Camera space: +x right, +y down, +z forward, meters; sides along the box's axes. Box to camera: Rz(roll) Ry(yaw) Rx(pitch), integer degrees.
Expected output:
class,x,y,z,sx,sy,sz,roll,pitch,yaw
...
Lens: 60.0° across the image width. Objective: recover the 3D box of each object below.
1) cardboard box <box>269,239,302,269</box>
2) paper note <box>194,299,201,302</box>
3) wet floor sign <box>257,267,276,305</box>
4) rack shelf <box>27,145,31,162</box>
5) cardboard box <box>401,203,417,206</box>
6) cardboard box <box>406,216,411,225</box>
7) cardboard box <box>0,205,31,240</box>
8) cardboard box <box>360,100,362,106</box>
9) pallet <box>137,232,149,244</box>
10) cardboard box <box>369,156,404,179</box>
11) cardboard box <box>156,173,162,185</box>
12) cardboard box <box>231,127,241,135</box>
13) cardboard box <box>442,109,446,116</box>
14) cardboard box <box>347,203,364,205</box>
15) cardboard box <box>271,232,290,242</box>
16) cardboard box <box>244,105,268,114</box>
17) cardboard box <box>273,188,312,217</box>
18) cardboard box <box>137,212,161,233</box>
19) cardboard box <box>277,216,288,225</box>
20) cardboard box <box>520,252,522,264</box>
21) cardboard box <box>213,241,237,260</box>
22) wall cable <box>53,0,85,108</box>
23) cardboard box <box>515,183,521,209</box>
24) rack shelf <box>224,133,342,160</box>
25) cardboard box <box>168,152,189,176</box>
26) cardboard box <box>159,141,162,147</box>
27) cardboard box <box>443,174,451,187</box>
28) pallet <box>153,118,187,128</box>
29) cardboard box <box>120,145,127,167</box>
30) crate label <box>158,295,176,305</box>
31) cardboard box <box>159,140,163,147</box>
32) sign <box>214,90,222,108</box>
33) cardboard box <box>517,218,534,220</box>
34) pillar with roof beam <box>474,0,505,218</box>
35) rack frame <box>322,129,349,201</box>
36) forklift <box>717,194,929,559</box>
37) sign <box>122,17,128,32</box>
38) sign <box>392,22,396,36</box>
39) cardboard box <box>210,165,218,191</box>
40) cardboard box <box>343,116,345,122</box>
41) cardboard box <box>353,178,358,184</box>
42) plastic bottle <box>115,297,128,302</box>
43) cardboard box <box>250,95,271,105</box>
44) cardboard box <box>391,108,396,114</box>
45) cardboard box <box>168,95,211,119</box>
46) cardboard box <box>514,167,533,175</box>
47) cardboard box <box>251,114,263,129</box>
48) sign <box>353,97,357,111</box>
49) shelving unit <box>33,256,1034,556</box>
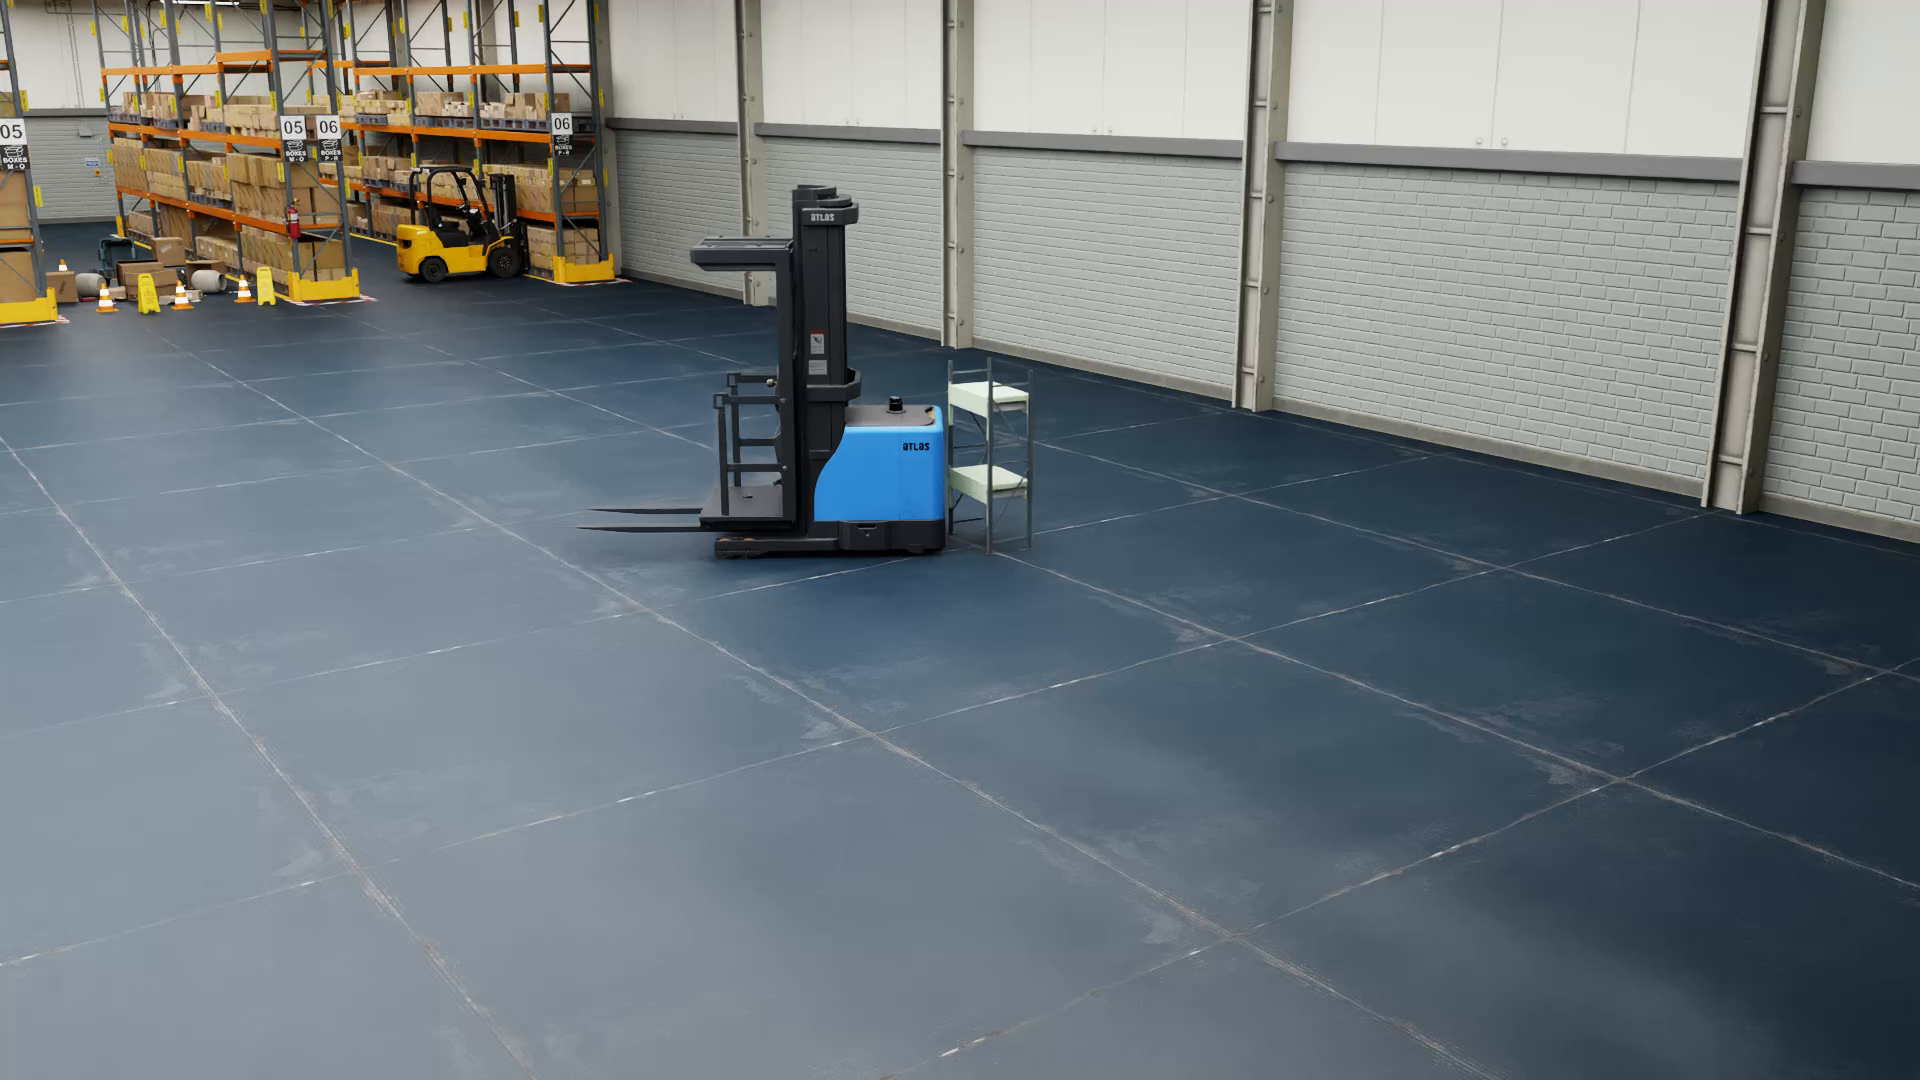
class,x,y,z,sx,sy,sz,roll,pitch,yaw
cardboard box,-12.420,-5.285,30.696,0.500,0.500,0.500,-10,18,-33
paper note,-13.594,-4.266,29.606,0.142,0.019,0.148,10,18,33
wet floor sign,-12.182,-4.463,29.161,0.267,0.644,0.232,-4,16,-15
rack shelf,-16.549,-6.542,27.978,1.077,0.370,4.000,-11,19,-35
cardboard box,-13.713,-8.309,41.464,0.380,0.149,0.250,-11,19,-34
cardboard box,-12.827,-7.447,39.544,0.500,0.500,0.500,-11,19,-35
cardboard box,-15.627,-5.160,26.963,0.875,0.550,0.550,-11,19,-35
cardboard box,-14.436,-10.681,40.665,0.380,0.149,0.250,-11,18,-34
pallet,-19.589,-7.458,40.926,1.003,0.211,1.213,-11,19,-35
cardboard box,-14.063,-9.141,40.808,0.700,0.500,0.500,-11,19,-34
cardboard box,-17.849,-8.180,37.618,0.500,0.250,0.500,-11,19,-34
cardboard box,-13.688,-7.816,31.743,0.380,0.149,0.250,-11,19,-34
cardboard box,-11.113,-9.360,36.400,0.380,0.149,0.250,-11,19,-35
cardboard box,-15.839,-8.528,43.492,0.500,0.500,0.500,-10,18,-34
cardboard box,-12.380,-5.555,30.454,0.380,0.149,0.250,-10,18,-33
cardboard box,-13.049,-7.982,30.842,0.380,0.149,0.250,-11,19,-35
cardboard box,-11.970,-6.070,29.820,0.500,0.500,0.500,-11,19,-36
cardboard box,-19.822,-7.869,41.204,0.875,0.438,0.875,-10,18,-33
cardboard box,-12.060,-5.768,29.944,0.380,0.149,0.250,-11,19,-35
cardboard box,-8.842,-5.828,34.099,0.500,0.250,0.500,-10,18,-33
cardboard box,-17.309,-7.525,37.762,0.950,1.590,9.130,-10,18,-33
wall cable,-24.408,-13.286,45.574,0.463,3.000,0.029,-11,19,-35
cardboard box,-8.821,-7.016,33.841,0.500,0.500,0.500,-11,19,-34
rack shelf,-12.604,-7.332,30.865,1.077,0.370,4.000,-11,19,-35
cardboard box,-16.956,-8.222,36.352,0.500,0.500,0.500,-10,18,-34
cardboard box,-18.990,-9.301,39.064,0.380,0.149,0.250,-10,18,-33
cardboard box,-11.148,-7.994,36.939,0.500,0.250,0.500,-11,19,-34
pallet,-17.213,-9.237,36.819,1.003,0.211,1.213,-10,18,-32
cardboard box,-20.165,-9.388,40.611,0.500,0.500,0.500,-11,19,-35
crate label,-13.935,-4.230,29.270,0.298,0.136,0.250,7,17,23
cardboard box,-18.808,-9.419,39.497,0.380,0.149,0.250,-11,19,-35
sign,-14.227,-8.459,31.892,0.100,0.325,0.005,-11,19,-35
cardboard box,-9.321,-6.714,35.445,0.500,0.250,0.500,-10,18,-33
pillar with roof beam,-14.106,-10.372,34.925,9.100,9.000,0.400,-11,19,-35
rack frame,-16.826,-9.993,44.904,0.949,2.616,0.053,-11,19,-35
forklift,-12.831,-8.372,27.596,24.333,9.011,32.329,0,15,-2
sign,-18.947,-11.707,37.736,0.100,0.325,0.005,-11,19,-35
sign,-14.025,-12.647,41.168,0.100,0.325,0.005,-11,19,-35
cardboard box,-14.828,-7.334,33.640,0.500,0.500,0.500,-10,18,-33
cardboard box,-15.488,-10.722,42.362,0.380,0.149,0.250,-10,18,-33
cardboard box,-15.206,-9.151,42.304,0.380,0.149,0.250,-10,18,-33
plastic bottle,-14.945,-4.279,29.594,0.283,0.061,0.133,10,18,33
cardboard box,-14.101,-8.770,33.295,0.500,0.250,0.500,-11,19,-36
cardboard box,-13.258,-10.169,39.395,0.380,0.149,0.250,-10,18,-33
cardboard box,-16.476,-9.270,35.590,0.797,0.503,0.637,-12,20,-38
cardboard box,-8.837,-7.508,33.844,0.380,0.149,0.250,-11,19,-34
cardboard box,-12.551,-7.608,30.231,0.500,0.250,0.500,-10,18,-33
sign,-14.905,-10.749,41.007,0.100,0.325,0.005,-11,19,-35
shelving unit,-9.884,-3.752,24.942,8.432,1.500,30.393,-7,17,-25
